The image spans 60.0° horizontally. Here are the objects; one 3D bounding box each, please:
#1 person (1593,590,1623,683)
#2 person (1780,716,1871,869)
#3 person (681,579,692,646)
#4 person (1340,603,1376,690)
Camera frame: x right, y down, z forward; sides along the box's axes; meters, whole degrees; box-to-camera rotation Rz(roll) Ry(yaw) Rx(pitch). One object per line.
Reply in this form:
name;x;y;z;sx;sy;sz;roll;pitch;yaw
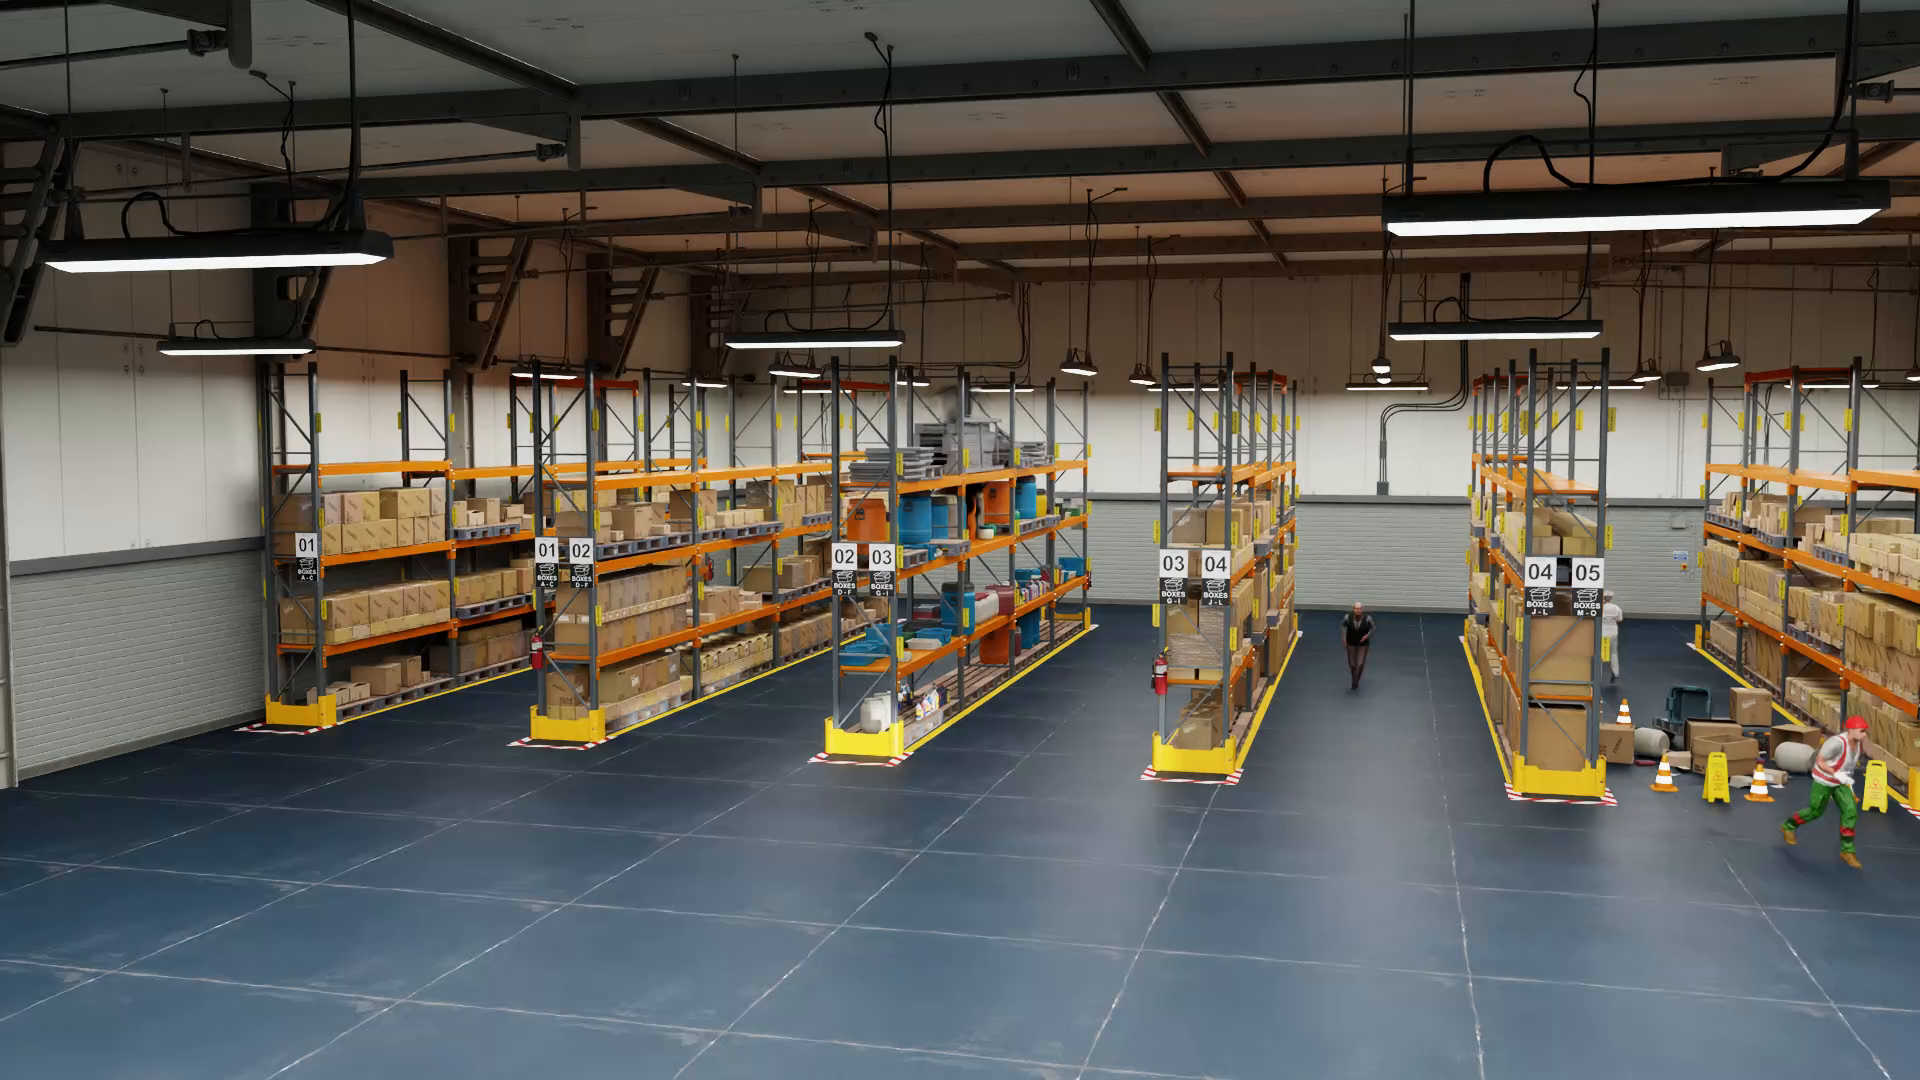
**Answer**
person;12.374;1.866;31.810;0.641;1.816;0.915;0;4;4
person;9.946;2.825;19.121;0.699;1.727;1.061;-2;5;-30
person;-6.002;1.647;36.346;0.546;1.628;0.804;1;4;15
person;7.498;2.035;31.380;0.653;1.572;0.749;1;4;11
